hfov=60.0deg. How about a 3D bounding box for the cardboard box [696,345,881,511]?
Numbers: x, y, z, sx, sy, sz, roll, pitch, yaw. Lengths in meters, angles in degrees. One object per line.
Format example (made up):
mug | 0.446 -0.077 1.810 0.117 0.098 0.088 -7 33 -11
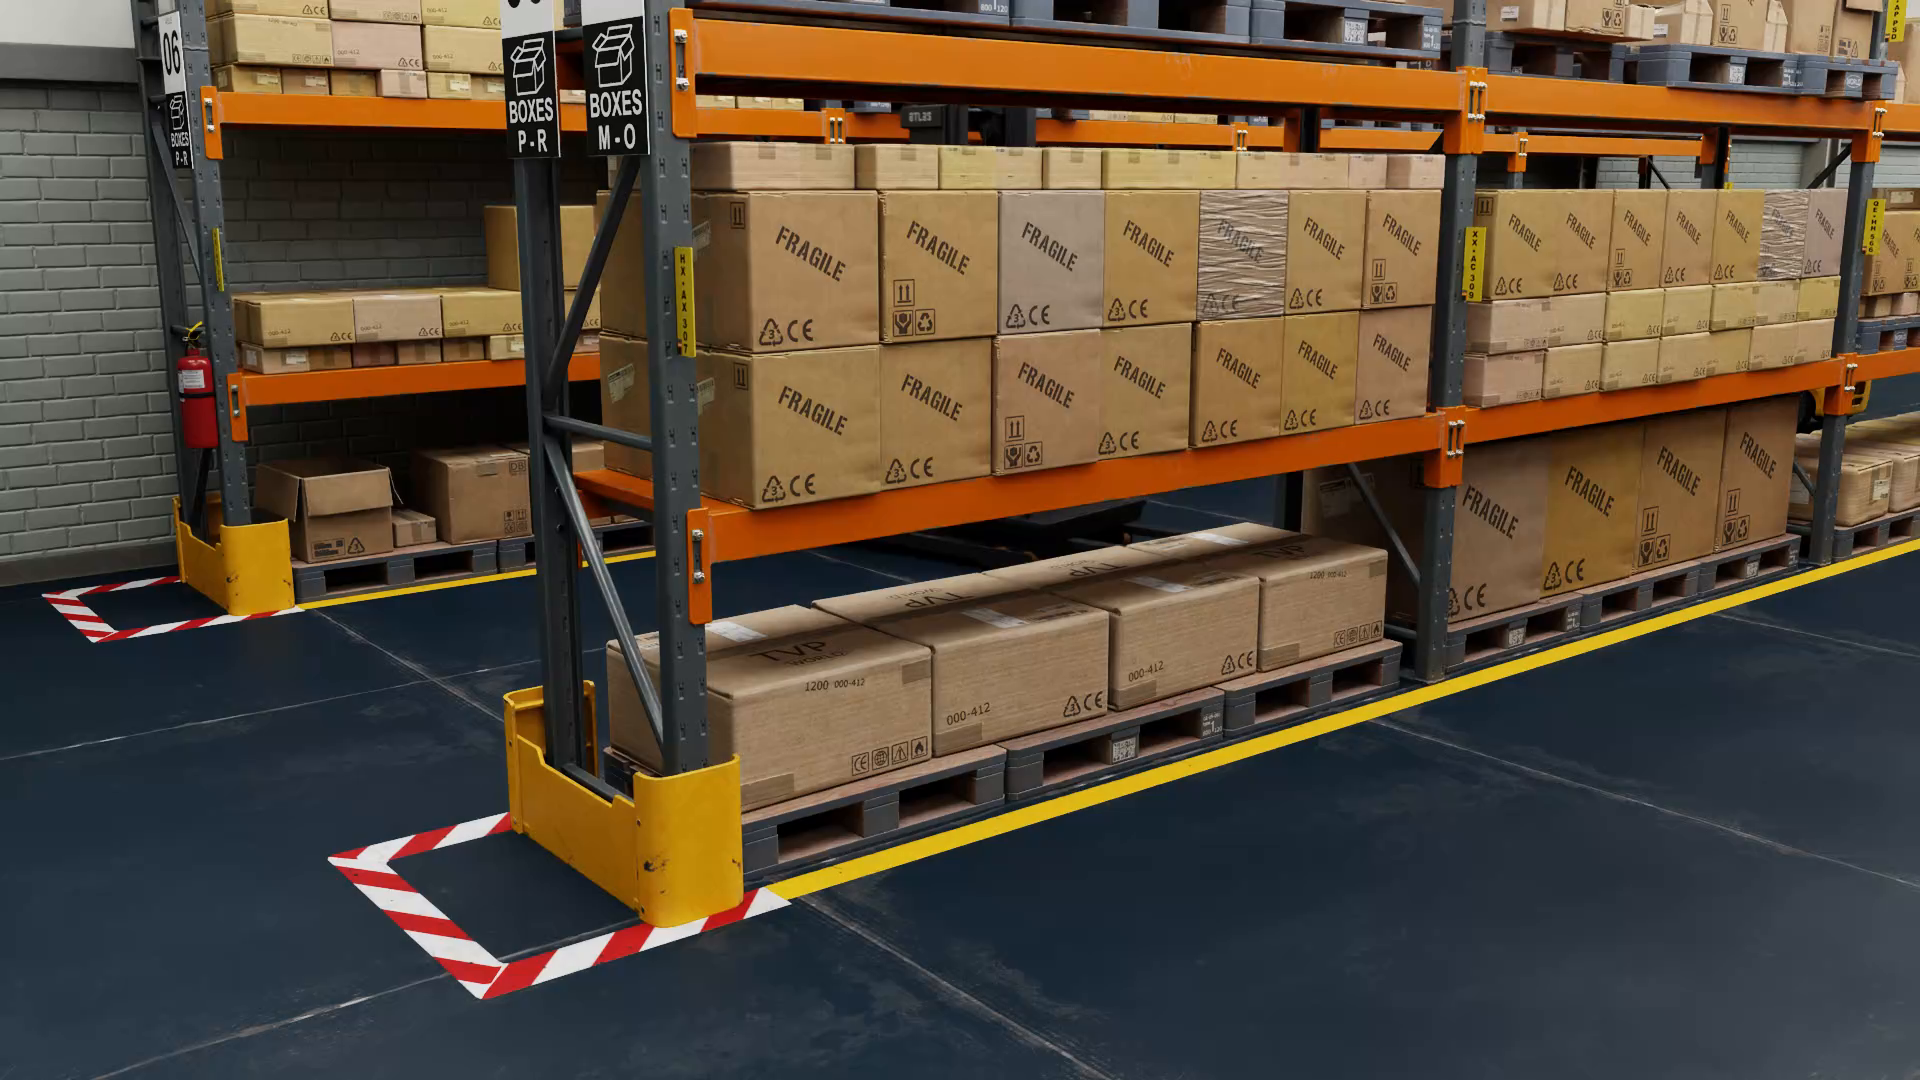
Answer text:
cardboard box | -0.615 -0.409 5.593 0.500 0.500 0.500 -10 15 -38

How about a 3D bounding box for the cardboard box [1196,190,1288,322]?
cardboard box | 0.965 -1.163 6.738 0.500 0.500 0.500 -9 15 -37

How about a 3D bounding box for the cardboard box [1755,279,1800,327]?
cardboard box | 4.460 -1.383 9.576 0.500 0.250 0.500 -10 16 -39

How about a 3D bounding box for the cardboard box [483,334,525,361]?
cardboard box | -2.808 -1.183 10.085 0.250 0.149 0.380 -10 16 -39

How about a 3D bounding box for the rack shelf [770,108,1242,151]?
rack shelf | 0.412 -3.043 12.748 4.000 0.370 1.077 -9 15 -38

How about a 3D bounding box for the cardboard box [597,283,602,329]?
cardboard box | -2.174 -1.505 10.638 0.500 0.250 0.500 -10 15 -38

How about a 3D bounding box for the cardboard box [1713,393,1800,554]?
cardboard box | 4.486 -0.473 10.237 0.875 0.875 0.875 -10 15 -38

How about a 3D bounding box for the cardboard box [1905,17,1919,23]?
cardboard box | 7.112 -3.668 12.108 0.500 0.250 0.500 -10 15 -39

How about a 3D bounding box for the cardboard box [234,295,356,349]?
cardboard box | -3.750 -1.236 9.375 0.500 0.250 0.500 -9 15 -37

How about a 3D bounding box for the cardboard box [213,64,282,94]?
cardboard box | -3.879 -2.497 9.050 0.250 0.149 0.380 -9 15 -36

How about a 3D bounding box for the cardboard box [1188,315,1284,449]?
cardboard box | 0.970 -0.676 6.848 0.500 0.500 0.500 -10 15 -38

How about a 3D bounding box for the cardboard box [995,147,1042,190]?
cardboard box | 0.082 -1.341 6.015 0.250 0.149 0.380 -9 15 -37

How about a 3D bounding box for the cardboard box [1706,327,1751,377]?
cardboard box | 4.053 -1.070 9.307 0.500 0.250 0.500 -10 15 -38

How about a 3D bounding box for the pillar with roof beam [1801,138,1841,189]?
pillar with roof beam | 14.489 -6.296 19.114 0.400 9.000 9.100 -9 15 -38

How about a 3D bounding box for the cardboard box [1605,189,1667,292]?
cardboard box | 3.251 -1.547 8.546 0.500 0.500 0.500 -10 16 -39

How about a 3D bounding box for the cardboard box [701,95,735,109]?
cardboard box | -1.654 -2.853 10.728 0.250 0.149 0.380 -9 15 -36

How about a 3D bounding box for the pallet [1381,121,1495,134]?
pallet | 4.417 -3.963 15.811 1.217 0.209 0.805 -10 16 -40

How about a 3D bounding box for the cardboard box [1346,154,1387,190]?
cardboard box | 1.639 -1.611 7.283 0.250 0.149 0.380 -9 15 -36

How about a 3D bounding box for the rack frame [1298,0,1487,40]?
rack frame | 1.954 -3.798 7.351 0.127 3.000 1.000 -9 15 -38

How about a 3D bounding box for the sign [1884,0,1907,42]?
sign | 5.418 -3.050 9.616 0.005 0.325 0.100 -9 15 -38

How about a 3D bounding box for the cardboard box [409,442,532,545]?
cardboard box | -3.044 -0.300 10.329 0.500 0.500 0.700 -9 15 -35

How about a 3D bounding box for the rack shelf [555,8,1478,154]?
rack shelf | 0.393 -1.719 6.515 4.000 0.370 1.077 -9 15 -38

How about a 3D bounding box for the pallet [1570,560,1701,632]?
pallet | 3.463 0.229 9.542 1.213 0.211 1.003 -9 15 -38

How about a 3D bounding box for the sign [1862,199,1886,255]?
sign | 5.427 -1.859 9.876 0.005 0.325 0.100 -9 15 -38

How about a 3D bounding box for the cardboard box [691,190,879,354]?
cardboard box | -0.616 -0.899 5.491 0.500 0.500 0.500 -10 15 -39

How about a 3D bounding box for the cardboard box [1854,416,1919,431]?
cardboard box | 7.234 -0.659 12.328 0.625 0.372 0.950 -8 15 -34

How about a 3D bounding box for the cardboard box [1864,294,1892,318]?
cardboard box | 5.689 -1.508 10.604 0.250 0.149 0.380 -11 16 -41

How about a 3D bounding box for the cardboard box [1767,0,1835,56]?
cardboard box | 4.423 -2.945 9.303 0.500 0.500 0.700 -10 16 -40

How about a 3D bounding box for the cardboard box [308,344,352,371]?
cardboard box | -3.675 -1.065 9.527 0.250 0.149 0.380 -9 15 -36

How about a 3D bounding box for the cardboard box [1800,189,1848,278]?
cardboard box | 4.837 -1.811 9.788 0.500 0.500 0.500 -10 16 -39

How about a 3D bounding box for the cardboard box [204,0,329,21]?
cardboard box | -3.770 -2.950 9.019 0.500 0.250 0.500 -10 15 -38

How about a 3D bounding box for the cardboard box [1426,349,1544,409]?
cardboard box | 2.463 -0.804 8.057 0.500 0.250 0.500 -10 15 -39

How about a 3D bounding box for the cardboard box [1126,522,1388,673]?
cardboard box | 1.397 0.248 7.895 0.875 0.438 0.875 -10 15 -38

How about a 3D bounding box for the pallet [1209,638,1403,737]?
pallet | 1.312 0.586 7.859 1.213 0.211 1.003 -9 15 -38

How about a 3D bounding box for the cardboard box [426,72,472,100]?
cardboard box | -3.021 -2.617 9.614 0.250 0.149 0.380 -9 15 -38

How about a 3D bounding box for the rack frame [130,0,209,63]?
rack frame | -4.273 -4.084 8.696 0.127 3.000 1.000 -9 15 -38

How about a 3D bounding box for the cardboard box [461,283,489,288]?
cardboard box | -2.878 -1.522 10.720 0.500 0.250 0.500 -9 15 -38

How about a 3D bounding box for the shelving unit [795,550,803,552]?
shelving unit | -1.136 -0.562 10.862 0.258 1.200 0.503 0 13 0

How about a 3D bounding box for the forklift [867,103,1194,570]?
forklift | 0.494 -1.325 10.313 3.031 2.935 1.130 10 15 38

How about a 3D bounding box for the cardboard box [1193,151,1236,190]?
cardboard box | 0.875 -1.472 6.628 0.250 0.149 0.380 -10 15 -39

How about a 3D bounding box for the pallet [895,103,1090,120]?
pallet | 0.212 -3.252 12.452 1.003 0.211 1.213 -9 15 -38

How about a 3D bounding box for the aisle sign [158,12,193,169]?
aisle sign | -4.143 -2.364 8.783 0.004 0.787 0.394 -9 15 -38

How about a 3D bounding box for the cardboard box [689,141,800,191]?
cardboard box | -0.719 -1.201 5.354 0.250 0.149 0.380 -9 15 -36

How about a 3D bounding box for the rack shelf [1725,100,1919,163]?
rack shelf | 6.639 -2.757 11.404 4.000 0.370 1.077 -9 15 -38

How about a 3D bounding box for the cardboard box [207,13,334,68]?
cardboard box | -3.756 -2.702 9.054 0.500 0.250 0.500 -10 15 -38

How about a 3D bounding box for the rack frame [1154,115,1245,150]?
rack frame | 1.974 -2.187 14.207 0.127 3.000 1.000 -9 15 -38

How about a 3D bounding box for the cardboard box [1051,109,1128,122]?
cardboard box | 0.942 -3.345 12.799 0.500 0.250 0.500 -9 15 -38

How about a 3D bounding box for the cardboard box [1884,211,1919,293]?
cardboard box | 5.976 -1.872 10.756 0.500 0.500 0.500 -8 15 -35

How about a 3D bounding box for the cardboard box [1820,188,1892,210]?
cardboard box | 6.179 -2.358 11.481 0.250 0.149 0.380 -10 16 -40

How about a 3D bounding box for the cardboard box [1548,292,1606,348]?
cardboard box | 2.864 -1.118 8.331 0.500 0.250 0.500 -9 15 -37

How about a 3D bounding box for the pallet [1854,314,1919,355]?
pallet | 5.568 -1.399 10.955 1.003 0.211 1.213 -9 15 -38
